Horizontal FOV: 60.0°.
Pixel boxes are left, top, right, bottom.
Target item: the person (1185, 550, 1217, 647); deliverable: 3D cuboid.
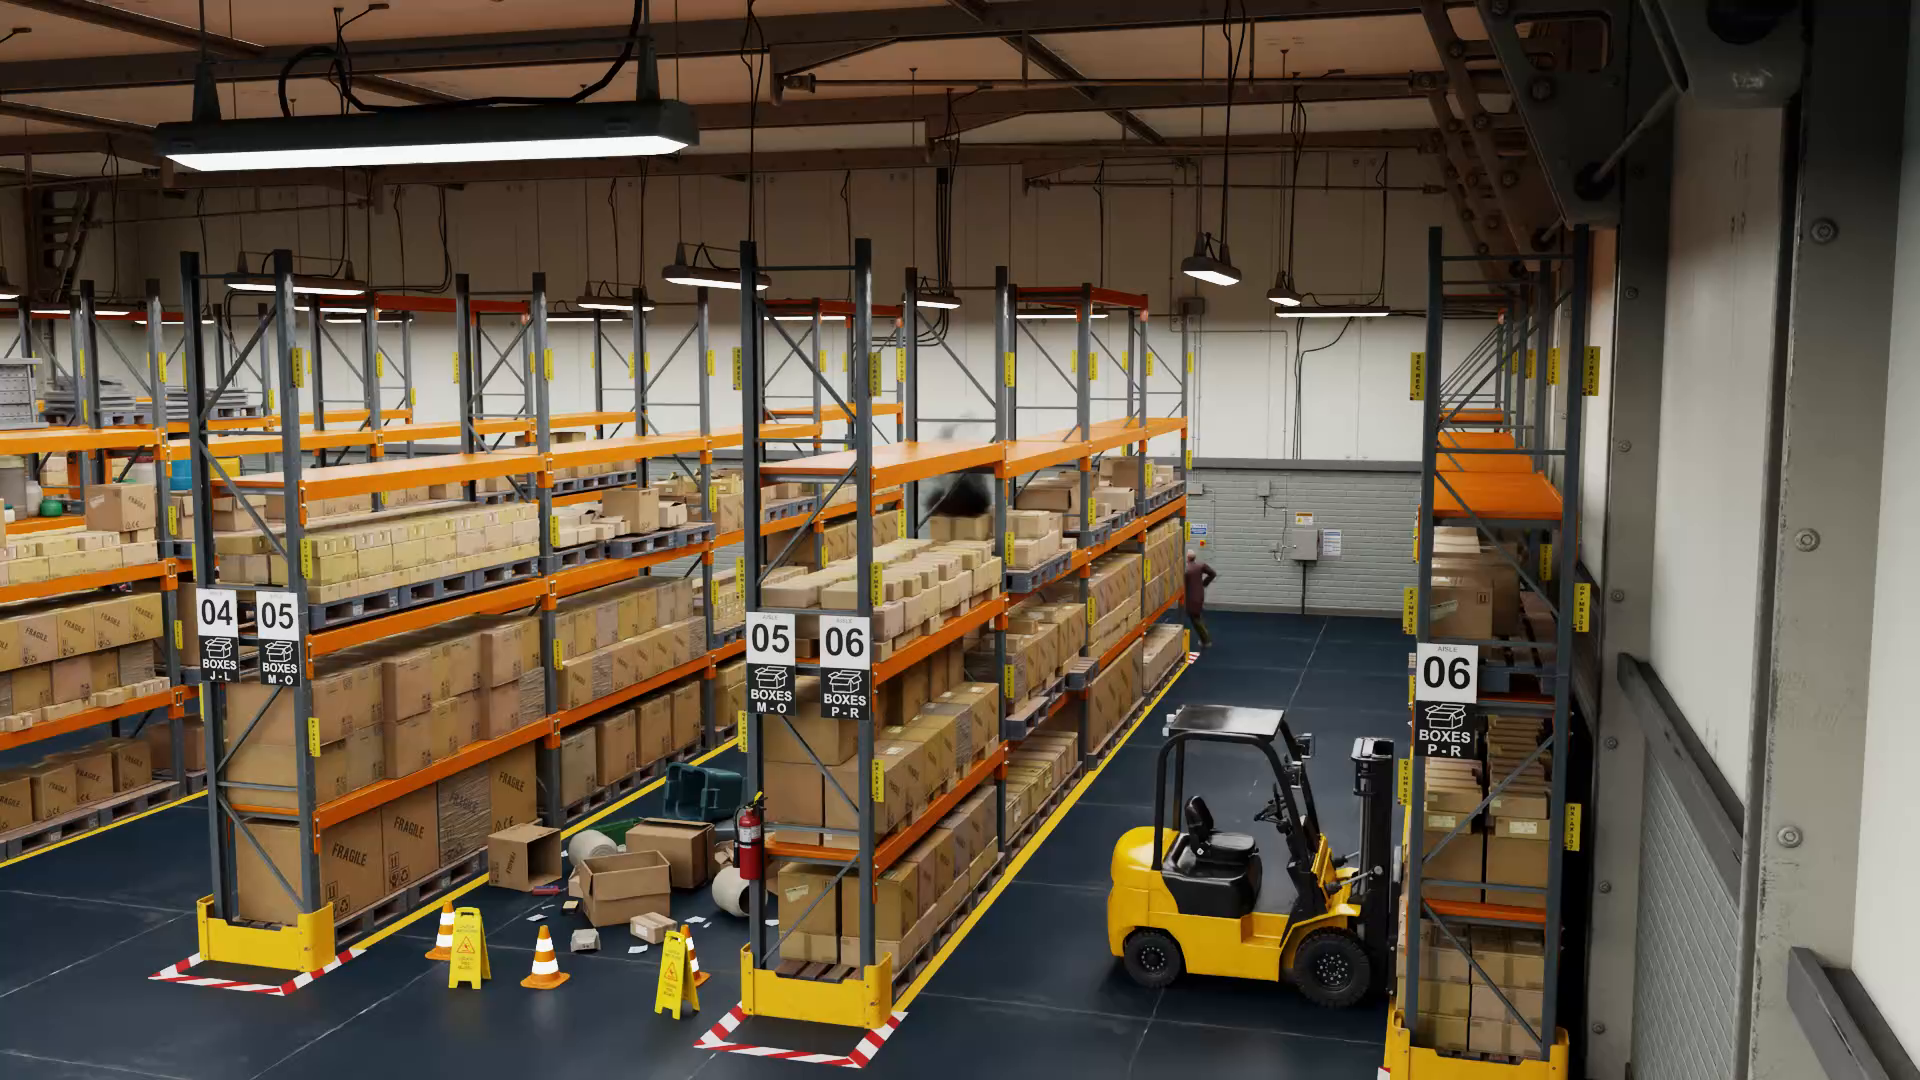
[{"bbox_3d":[4.091,1.030,29.260,0.724,1.740,0.635,-5,8,-39],"label":"person"}]
